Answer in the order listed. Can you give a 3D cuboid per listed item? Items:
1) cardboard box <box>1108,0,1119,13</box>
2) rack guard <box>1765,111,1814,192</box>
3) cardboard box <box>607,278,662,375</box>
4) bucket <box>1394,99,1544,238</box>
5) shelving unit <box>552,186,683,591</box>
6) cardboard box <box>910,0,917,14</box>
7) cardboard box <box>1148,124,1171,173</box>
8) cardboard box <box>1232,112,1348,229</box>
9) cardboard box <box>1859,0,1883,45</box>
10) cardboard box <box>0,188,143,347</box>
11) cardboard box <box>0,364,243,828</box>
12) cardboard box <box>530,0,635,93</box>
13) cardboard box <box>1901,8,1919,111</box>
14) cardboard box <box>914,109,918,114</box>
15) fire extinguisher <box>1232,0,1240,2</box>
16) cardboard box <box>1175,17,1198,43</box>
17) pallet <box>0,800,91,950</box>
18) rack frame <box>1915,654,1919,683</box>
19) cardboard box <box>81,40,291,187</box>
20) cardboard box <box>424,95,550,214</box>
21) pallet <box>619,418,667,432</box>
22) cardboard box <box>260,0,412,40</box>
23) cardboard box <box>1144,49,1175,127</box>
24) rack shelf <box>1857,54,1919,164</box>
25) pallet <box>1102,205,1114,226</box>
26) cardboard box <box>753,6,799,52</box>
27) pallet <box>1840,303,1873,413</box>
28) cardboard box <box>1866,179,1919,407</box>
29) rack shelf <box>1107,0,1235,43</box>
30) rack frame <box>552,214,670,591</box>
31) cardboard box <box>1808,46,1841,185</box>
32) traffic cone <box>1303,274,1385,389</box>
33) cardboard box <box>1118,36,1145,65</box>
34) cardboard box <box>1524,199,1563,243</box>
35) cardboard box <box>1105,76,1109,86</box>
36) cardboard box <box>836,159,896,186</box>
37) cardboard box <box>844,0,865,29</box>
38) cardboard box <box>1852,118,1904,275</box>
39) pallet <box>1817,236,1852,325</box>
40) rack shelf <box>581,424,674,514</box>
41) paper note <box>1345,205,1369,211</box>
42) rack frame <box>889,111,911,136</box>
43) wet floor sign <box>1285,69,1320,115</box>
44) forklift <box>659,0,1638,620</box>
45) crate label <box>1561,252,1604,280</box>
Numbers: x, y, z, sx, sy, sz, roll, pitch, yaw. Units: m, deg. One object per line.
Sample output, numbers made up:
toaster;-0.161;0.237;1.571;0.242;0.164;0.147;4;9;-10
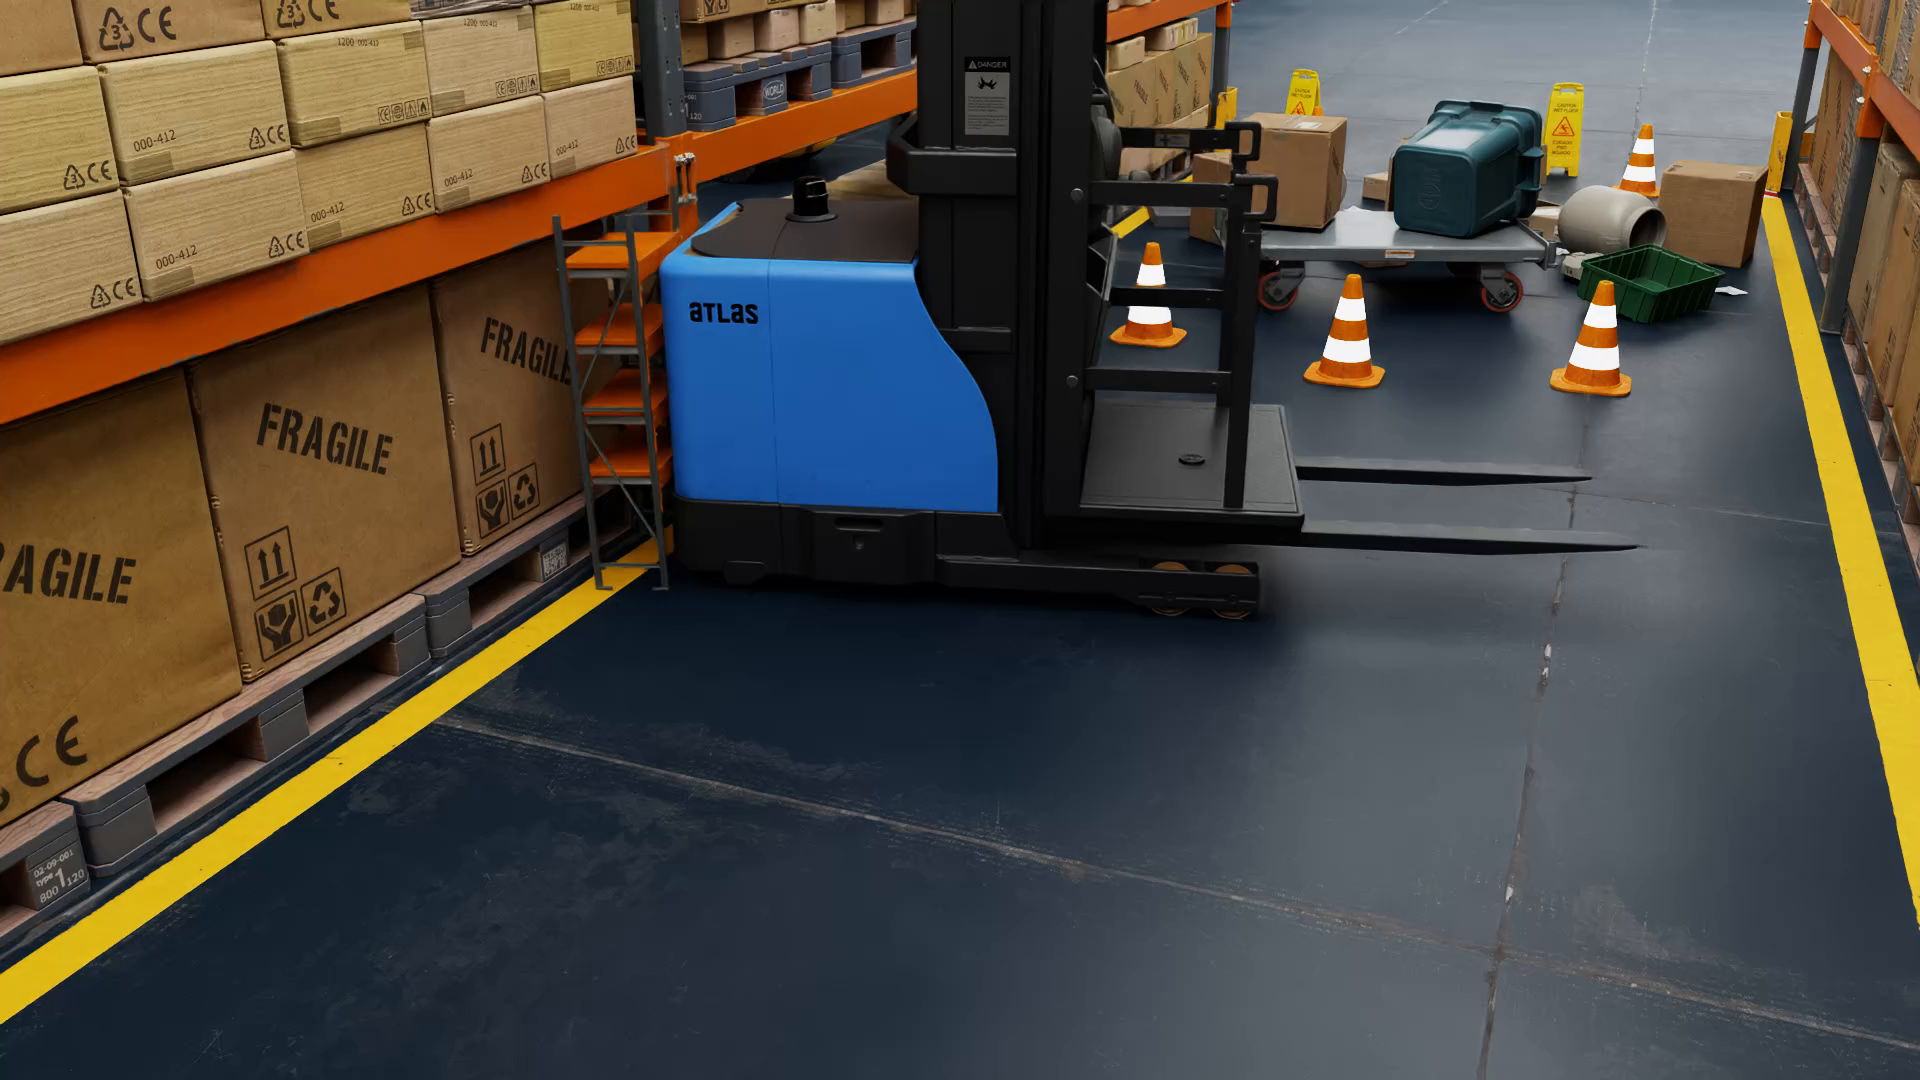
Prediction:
cardboard box;0.735;-3.250;9.965;0.380;0.149;0.250;10;25;22
rack guard;6.208;-2.632;11.403;1.175;0.500;0.348;9;24;20
cardboard box;-1.187;-0.769;6.563;0.950;0.372;0.625;7;24;16
bucket;2.623;-1.915;8.719;0.726;0.611;0.620;19;39;38
shelving unit;-1.041;-0.489;5.346;0.258;1.200;0.503;1;22;7
cardboard box;-0.247;-2.509;7.647;0.380;0.149;0.250;9;24;20
cardboard box;1.126;-2.675;11.284;0.500;0.250;0.500;8;24;18
cardboard box;1.744;-1.970;8.835;0.500;0.500;0.500;9;24;20
cardboard box;5.023;-2.749;8.244;0.875;0.550;0.550;9;24;20
cardboard box;-2.087;-0.572;3.423;0.500;0.250;0.500;9;24;20
cardboard box;-2.407;0.074;3.894;0.875;0.875;0.875;10;24;22
cardboard box;-1.350;-1.539;5.088;0.500;0.250;0.500;9;24;20
cardboard box;3.893;-1.883;6.236;0.500;0.500;0.500;9;24;20
cardboard box;0.051;-2.539;9.987;0.500;0.500;0.500;8;24;19
fire extinguisher;2.036;-4.389;12.466;0.296;0.674;0.183;9;24;20
cardboard box;1.436;-3.555;11.577;0.380;0.149;0.250;10;24;22
pallet;-2.675;0.844;3.455;1.003;0.211;1.213;9;24;20
rack frame;3.228;-0.914;4.047;1.000;3.000;0.127;9;24;20
cardboard box;-1.901;-0.983;3.757;0.500;0.250;0.500;8;24;18
cardboard box;-1.528;-1.114;4.721;0.500;0.250;0.500;9;24;21
pallet;-1.114;-0.580;6.864;1.003;0.211;1.213;9;24;20
cardboard box;-1.728;-1.510;4.047;0.500;0.500;0.500;9;24;20
cardboard box;1.126;-3.030;11.161;0.500;0.500;0.500;8;24;19
rack shelf;3.971;-1.298;5.899;1.077;0.370;4.000;9;24;20
pallet;0.297;-1.977;10.209;1.003;0.211;1.213;9;24;20
cardboard box;-0.832;-1.942;6.289;0.380;0.149;0.250;7;24;17
pallet;4.497;-0.772;7.325;1.003;0.211;1.213;9;24;20
cardboard box;4.205;-0.922;6.439;1.050;0.750;0.750;9;24;20
rack shelf;0.823;-3.402;10.936;1.077;0.370;4.000;9;24;20
rack frame;-1.068;-0.399;5.121;0.240;1.200;0.015;1;22;7
cardboard box;6.009;-2.738;10.626;0.875;0.875;0.875;9;24;20
traffic cone;1.740;-0.957;7.440;0.336;0.463;0.334;9;24;20
cardboard box;0.939;-3.078;10.436;0.380;0.149;0.250;10;25;23
cardboard box;3.642;-1.963;10.105;0.396;0.266;0.258;13;26;29
cardboard box;0.550;-2.462;9.801;0.500;0.500;0.500;10;25;23
cardboard box;-0.112;-1.811;9.059;0.950;0.372;0.625;9;24;21
cardboard box;-0.625;-2.242;7.006;0.380;0.149;0.250;10;25;22
cardboard box;5.012;-1.774;8.317;0.875;0.875;0.875;9;24;21
pallet;5.069;-1.320;8.636;1.003;0.211;1.213;9;24;20
rack shelf;-1.033;-0.242;5.443;0.258;0.148;0.480;1;22;7
paper note;2.608;-2.169;10.917;0.148;0.019;0.142;19;29;38
rack frame;0.080;-3.018;9.084;1.000;3.000;0.127;9;24;20
wet floor sign;2.630;-3.278;12.761;0.267;0.644;0.232;19;29;38
forklift;0.627;-1.324;5.116;3.031;2.935;1.130;3;23;6
crate label;3.474;-1.493;9.148;0.298;0.136;0.250;-7;24;-17
